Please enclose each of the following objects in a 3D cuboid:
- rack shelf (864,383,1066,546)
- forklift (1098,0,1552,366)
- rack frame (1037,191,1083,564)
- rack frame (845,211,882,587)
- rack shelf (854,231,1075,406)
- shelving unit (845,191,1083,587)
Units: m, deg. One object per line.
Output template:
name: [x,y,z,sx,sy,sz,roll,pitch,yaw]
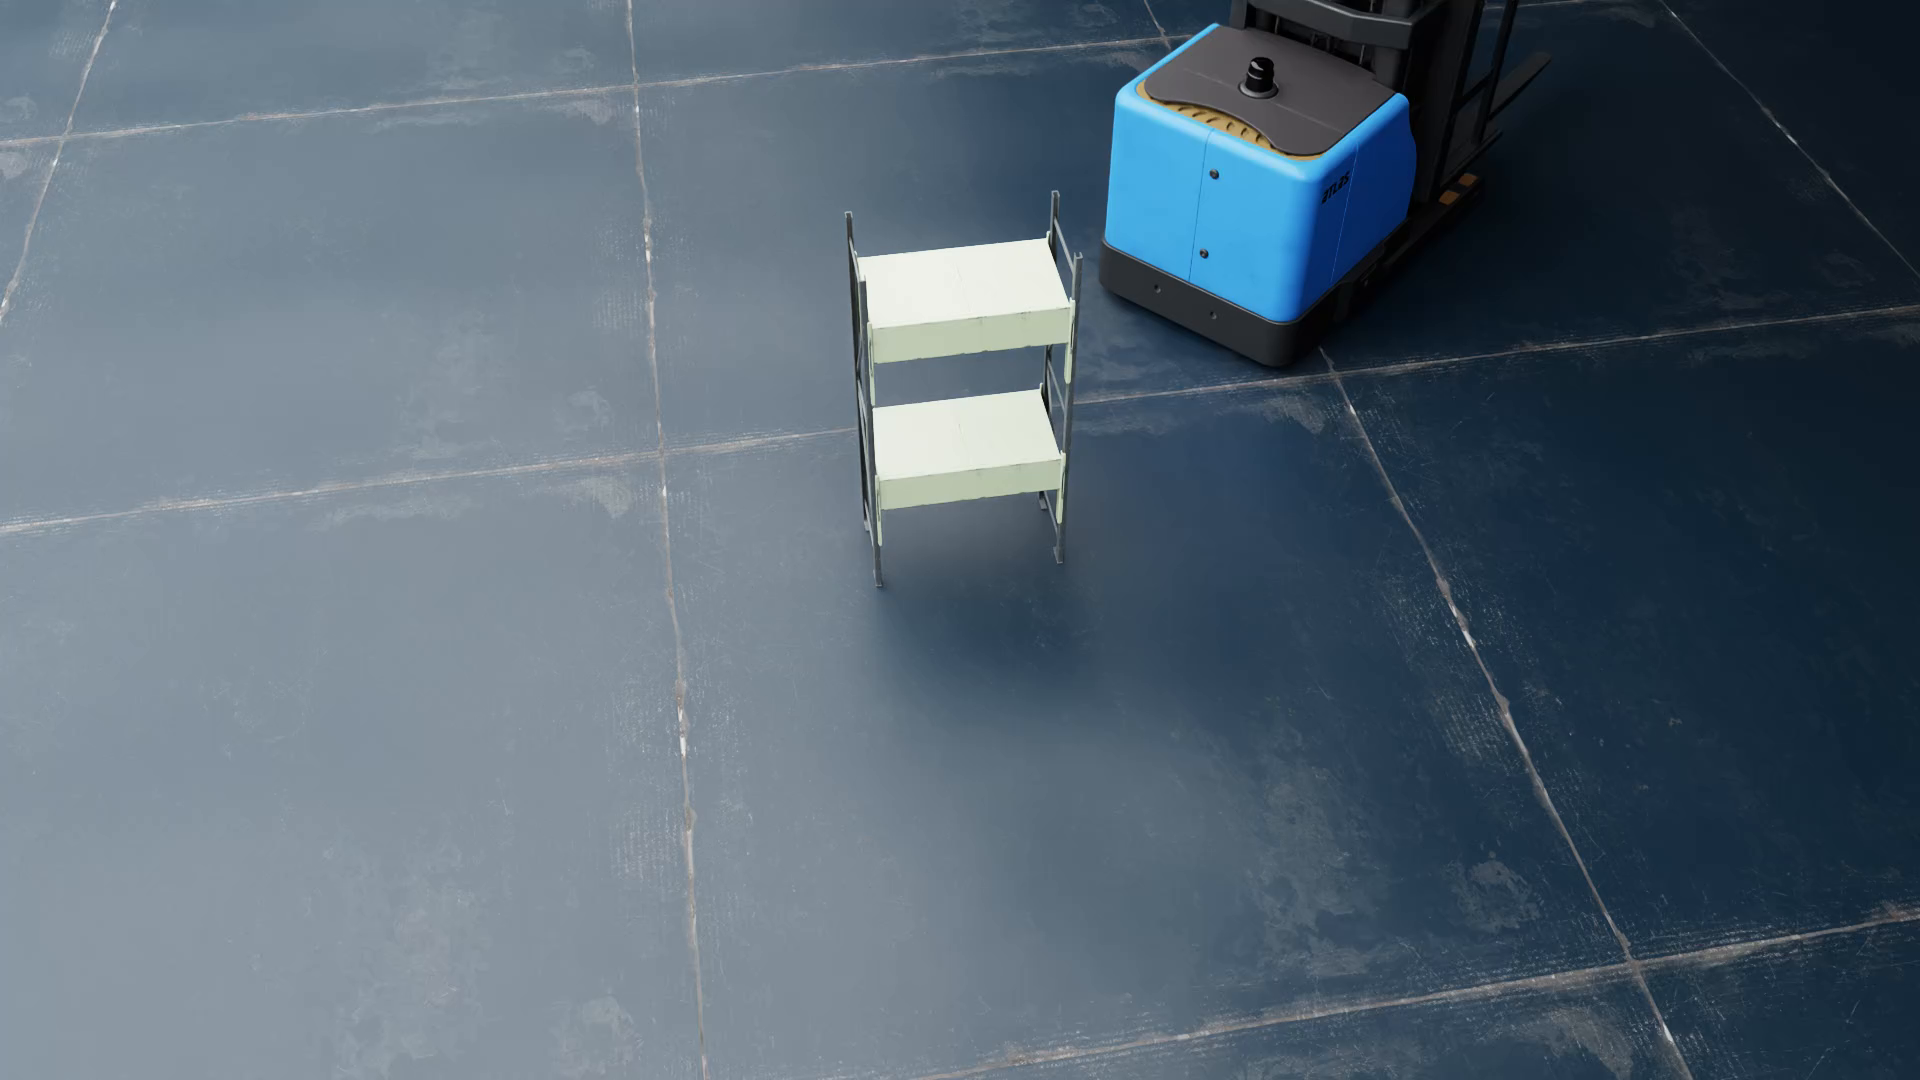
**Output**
rack shelf: [0.007,-0.295,6.445,0.720,0.370,0.431,-7,46,-7]
forklift: [1.975,-2.789,7.402,1.130,2.935,3.031,31,53,26]
rack frame: [0.367,-0.566,6.254,0.023,1.500,0.400,-7,46,-7]
rack frame: [-0.354,-0.476,6.167,0.023,1.500,0.400,-7,46,-7]
rack shelf: [0.007,-0.792,5.930,0.720,0.370,0.431,-7,46,-7]
shelving unit: [0.007,-0.521,6.211,0.755,1.500,0.431,-7,46,-7]
